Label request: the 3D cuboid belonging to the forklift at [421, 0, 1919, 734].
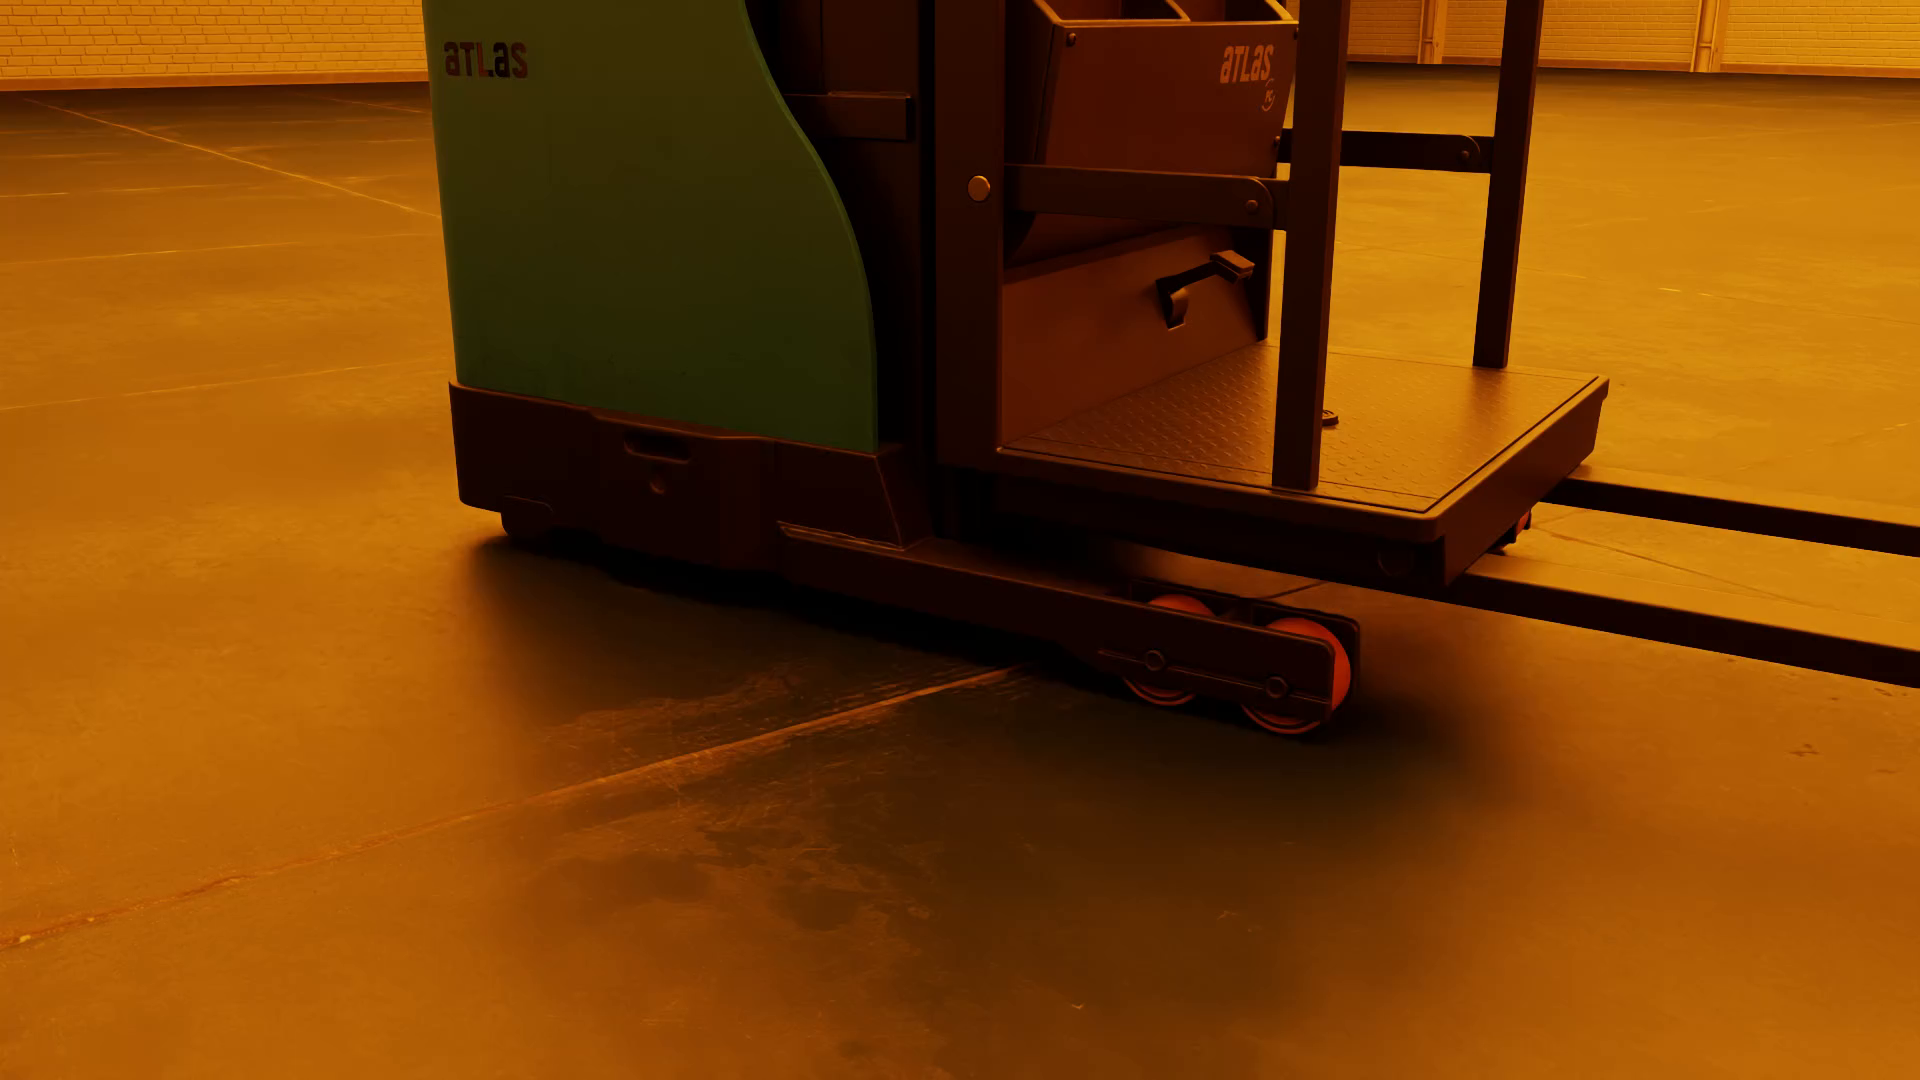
[{"bbox_3d":[0.514,-1.298,2.549,3.031,2.935,1.130,11,21,31],"label":"forklift"}]
